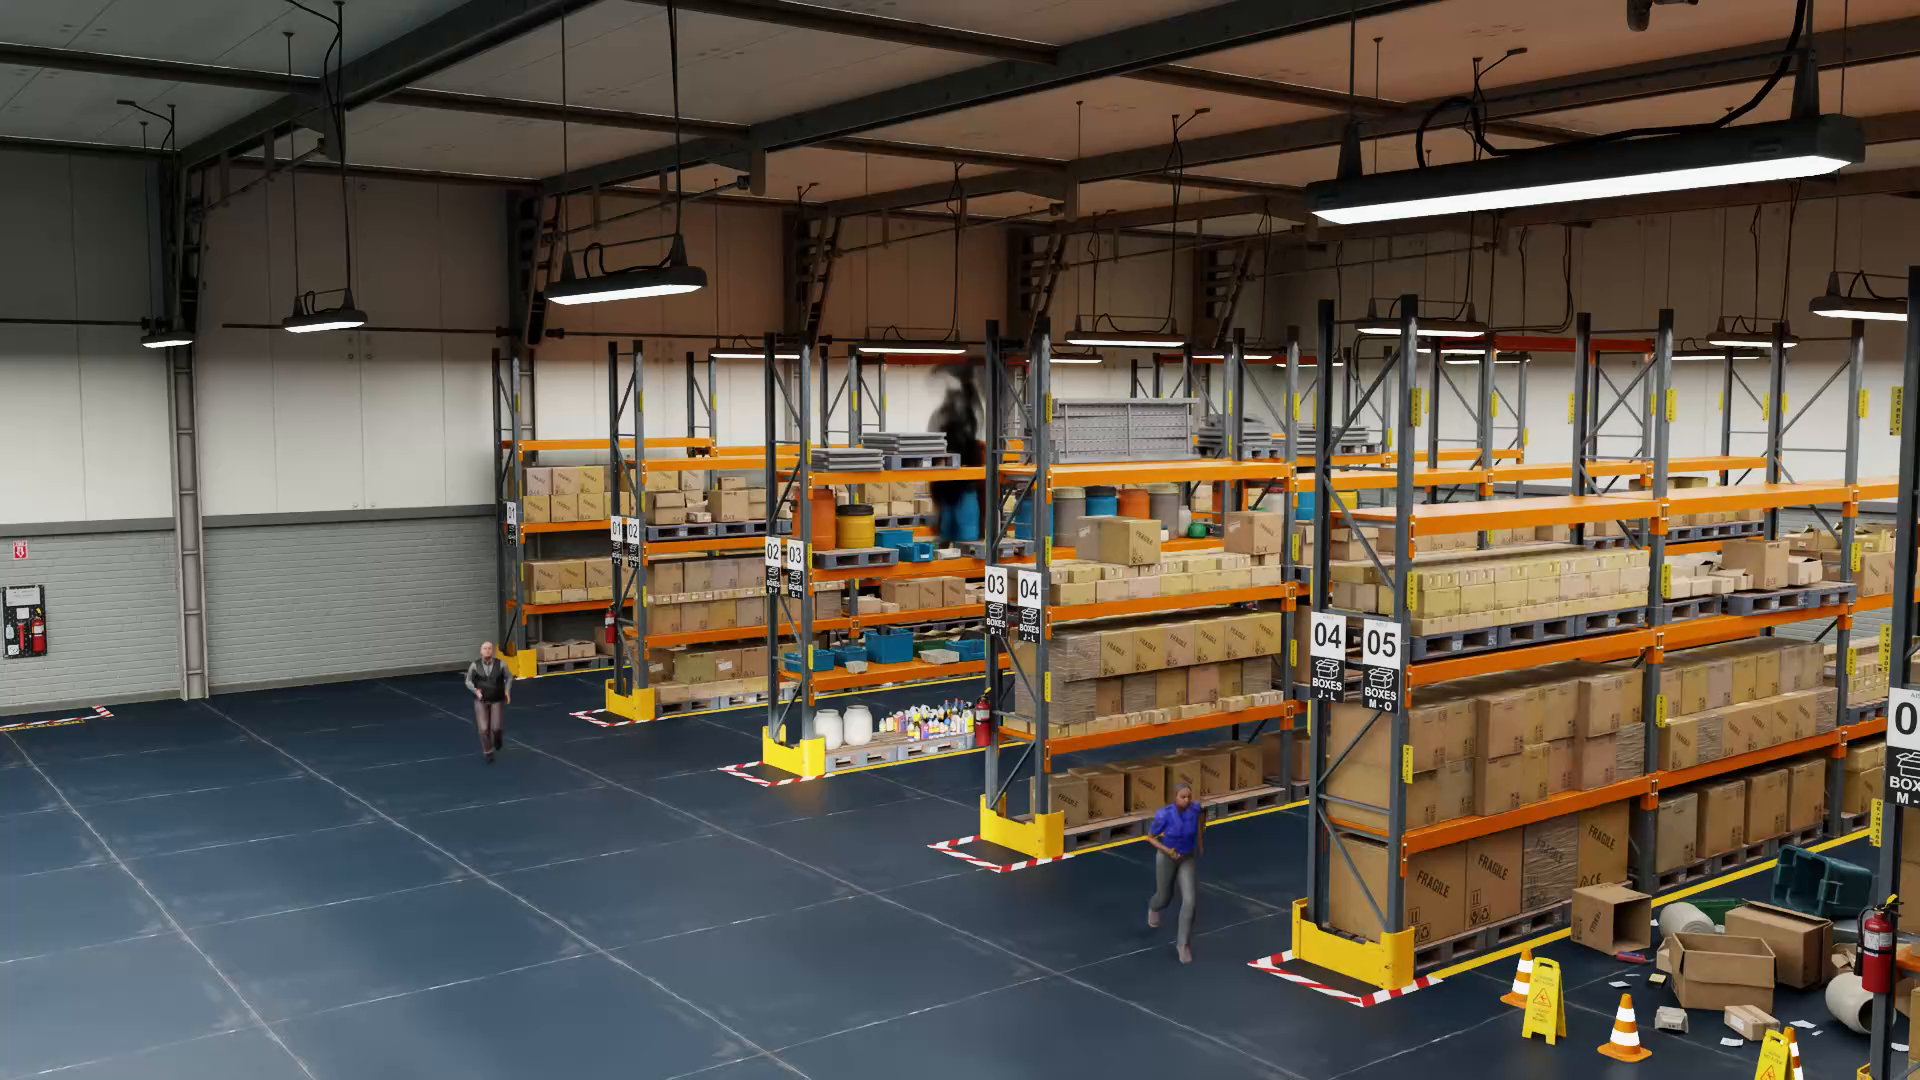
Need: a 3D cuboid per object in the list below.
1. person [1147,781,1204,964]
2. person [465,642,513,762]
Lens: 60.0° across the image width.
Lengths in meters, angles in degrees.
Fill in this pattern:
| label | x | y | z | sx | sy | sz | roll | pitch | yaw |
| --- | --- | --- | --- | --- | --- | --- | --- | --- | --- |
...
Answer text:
| label | x | y | z | sx | sy | sz | roll | pitch | yaw |
| --- | --- | --- | --- | --- | --- | --- | --- | --- | --- |
| person | 2.001 | 3.019 | 15.523 | 0.615 | 1.647 | 0.951 | -1 | 5 | -15 |
| person | -6.633 | 2.277 | 23.439 | 0.659 | 1.680 | 0.579 | -1 | 5 | -14 |
